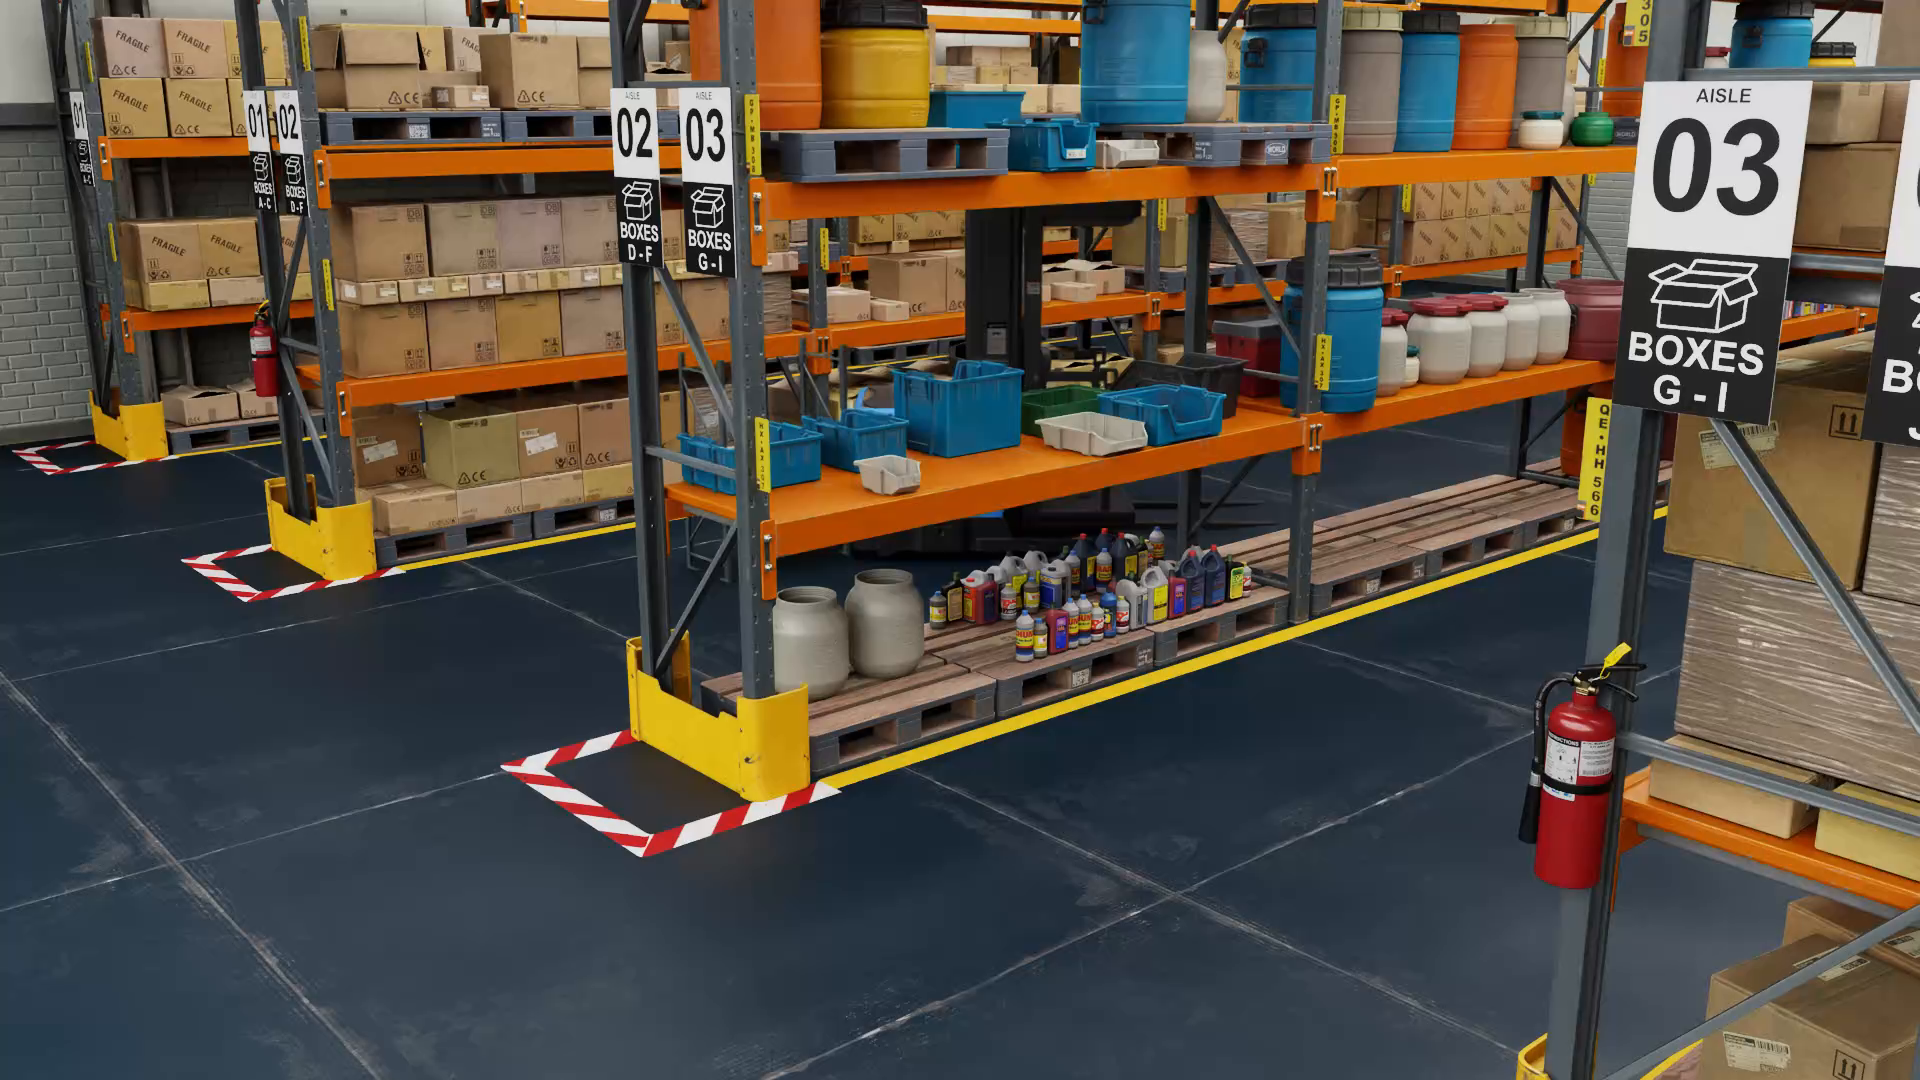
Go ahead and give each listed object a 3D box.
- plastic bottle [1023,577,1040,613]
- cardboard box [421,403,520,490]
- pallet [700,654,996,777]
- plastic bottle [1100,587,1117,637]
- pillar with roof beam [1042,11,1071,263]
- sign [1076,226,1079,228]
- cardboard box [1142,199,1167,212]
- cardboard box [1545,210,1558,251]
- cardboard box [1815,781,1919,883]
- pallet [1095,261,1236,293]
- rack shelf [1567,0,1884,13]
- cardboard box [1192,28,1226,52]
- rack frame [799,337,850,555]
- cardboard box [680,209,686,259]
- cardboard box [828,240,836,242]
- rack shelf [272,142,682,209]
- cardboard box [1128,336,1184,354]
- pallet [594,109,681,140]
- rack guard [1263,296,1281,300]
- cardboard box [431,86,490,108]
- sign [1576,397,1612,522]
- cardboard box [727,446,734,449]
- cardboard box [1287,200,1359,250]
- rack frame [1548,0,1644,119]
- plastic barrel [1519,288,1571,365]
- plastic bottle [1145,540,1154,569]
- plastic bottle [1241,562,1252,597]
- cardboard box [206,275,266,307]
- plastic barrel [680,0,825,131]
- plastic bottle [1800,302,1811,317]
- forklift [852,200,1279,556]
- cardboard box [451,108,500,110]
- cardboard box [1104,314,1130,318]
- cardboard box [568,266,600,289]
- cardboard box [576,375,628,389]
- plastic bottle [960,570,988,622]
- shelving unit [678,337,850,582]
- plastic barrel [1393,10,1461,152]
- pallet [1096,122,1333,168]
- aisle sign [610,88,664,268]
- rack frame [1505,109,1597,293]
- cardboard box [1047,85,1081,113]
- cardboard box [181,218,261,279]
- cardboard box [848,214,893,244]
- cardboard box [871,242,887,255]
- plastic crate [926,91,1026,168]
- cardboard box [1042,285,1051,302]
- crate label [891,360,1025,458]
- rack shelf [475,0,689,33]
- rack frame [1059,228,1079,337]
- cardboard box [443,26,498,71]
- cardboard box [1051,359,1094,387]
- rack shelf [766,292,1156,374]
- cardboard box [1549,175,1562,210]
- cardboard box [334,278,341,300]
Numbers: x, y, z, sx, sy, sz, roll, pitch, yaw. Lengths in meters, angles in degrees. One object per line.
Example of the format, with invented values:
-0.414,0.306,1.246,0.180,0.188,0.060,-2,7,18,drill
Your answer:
0.421,0.321,9.806,0.097,0.201,0.097,0,15,0,plastic bottle
-3.546,-0.683,12.055,0.500,0.500,0.500,-13,19,-39,cardboard box
-0.581,0.840,8.696,1.213,0.211,1.003,-13,19,-39,pallet
0.836,0.401,9.370,0.097,0.271,0.097,0,15,0,plastic bottle
4.112,-6.657,19.736,0.400,9.000,9.100,-13,19,-39,pillar with roof beam
1.199,-3.294,16.679,0.005,0.325,0.100,-13,19,-39,sign
2.300,-4.666,23.326,0.700,0.700,0.980,-13,20,-41,cardboard box
7.049,-3.855,20.675,0.500,0.500,0.500,-12,19,-39,cardboard box
2.399,0.735,4.172,0.250,0.149,0.380,-13,19,-39,cardboard box
2.028,-2.705,16.934,1.003,0.211,1.213,-13,19,-39,pallet
6.320,-4.400,13.455,4.000,0.370,1.077,-13,19,-39,rack shelf
2.281,-4.808,16.495,0.500,0.500,0.500,-13,19,-39,cardboard box
-0.965,-0.667,11.841,0.032,1.500,0.500,-13,20,-41,rack frame
-2.166,-2.504,13.104,0.500,0.500,0.700,-13,20,-39,cardboard box
-1.614,-3.626,20.460,0.250,0.149,0.380,-12,19,-38,cardboard box
-2.964,-2.754,12.329,4.000,0.370,1.077,-13,19,-39,rack shelf
2.114,-1.878,17.459,0.500,0.500,0.500,-12,19,-37,cardboard box
-2.081,-3.248,12.956,1.213,0.211,1.003,-13,19,-39,pallet
4.361,-3.784,25.448,0.348,0.500,1.175,-13,19,-39,rack guard
-3.469,-3.077,11.546,0.250,0.149,0.380,-13,19,-39,cardboard box
1.678,-0.208,4.360,0.005,0.325,0.100,-13,19,-39,sign
-2.045,-0.662,13.429,0.500,0.250,0.500,-13,19,-39,cardboard box
4.076,-3.561,18.761,0.700,0.500,0.500,8,17,28,cardboard box
4.811,-4.602,12.042,0.127,3.000,1.000,-13,19,-39,rack frame
4.176,-1.542,11.993,0.421,0.512,0.421,0,15,0,plastic barrel
1.189,0.099,10.636,0.097,0.201,0.097,0,15,0,plastic bottle
1.725,0.235,10.126,0.097,0.201,0.097,0,15,0,plastic bottle
-6.768,-2.326,15.397,0.500,0.250,0.500,-13,20,-41,cardboard box
-0.940,-2.315,7.646,0.708,0.830,0.600,-13,19,-39,plastic barrel
7.350,-2.138,14.538,0.185,0.351,0.144,-13,19,-39,plastic bottle
0.753,-1.406,11.834,3.031,2.935,1.130,0,15,0,forklift
-4.930,-4.328,16.595,0.500,0.500,0.500,-12,19,-38,cardboard box
1.957,-3.412,23.241,0.500,0.500,0.700,-12,19,-39,cardboard box
-2.875,-1.960,12.324,0.250,0.149,0.380,-12,19,-39,cardboard box
-2.765,-1.041,13.395,0.500,0.500,0.500,-13,19,-39,cardboard box
0.082,0.321,9.661,0.135,0.276,0.152,-12,19,-39,plastic bottle
-1.340,-0.578,11.509,1.048,1.500,0.538,-13,20,-41,shelving unit
3.022,-3.068,11.138,0.708,0.901,0.600,-13,19,-39,plastic barrel
1.314,-2.243,9.388,1.003,0.211,1.213,-13,19,-39,pallet
-1.473,-1.650,7.578,0.004,0.787,0.394,-13,19,-39,aisle sign
7.598,-4.024,21.502,0.127,3.000,1.000,-13,19,-39,rack frame
0.874,-4.068,15.332,0.500,0.250,0.500,-12,19,-38,cardboard box
-6.790,-2.681,15.273,0.500,0.500,0.500,-13,19,-39,cardboard box
-1.158,-3.867,20.104,0.500,0.500,0.500,-12,19,-38,cardboard box
-1.096,-3.572,20.260,0.250,0.149,0.380,-12,19,-39,cardboard box
0.017,-2.172,8.786,0.575,0.384,0.392,-13,19,-39,plastic crate
0.638,-2.320,15.611,0.250,0.149,0.380,-11,18,-35,cardboard box
-0.013,-0.730,9.102,0.616,0.435,0.502,-13,19,-39,crate label
-3.201,-5.651,18.138,4.000,0.370,1.077,-13,19,-39,rack shelf
1.326,-4.310,22.573,0.127,3.000,1.000,-13,19,-39,rack frame
-4.909,-4.807,16.453,0.500,0.500,0.500,14,20,42,cardboard box
0.941,-1.588,15.811,0.500,0.311,0.500,-13,20,-40,cardboard box
0.054,-1.982,15.253,4.000,0.370,1.077,-13,19,-39,rack shelf
7.062,-4.341,20.556,0.500,0.500,0.500,-12,19,-38,cardboard box
-4.309,-1.777,11.639,0.250,0.149,0.380,-13,20,-40,cardboard box
